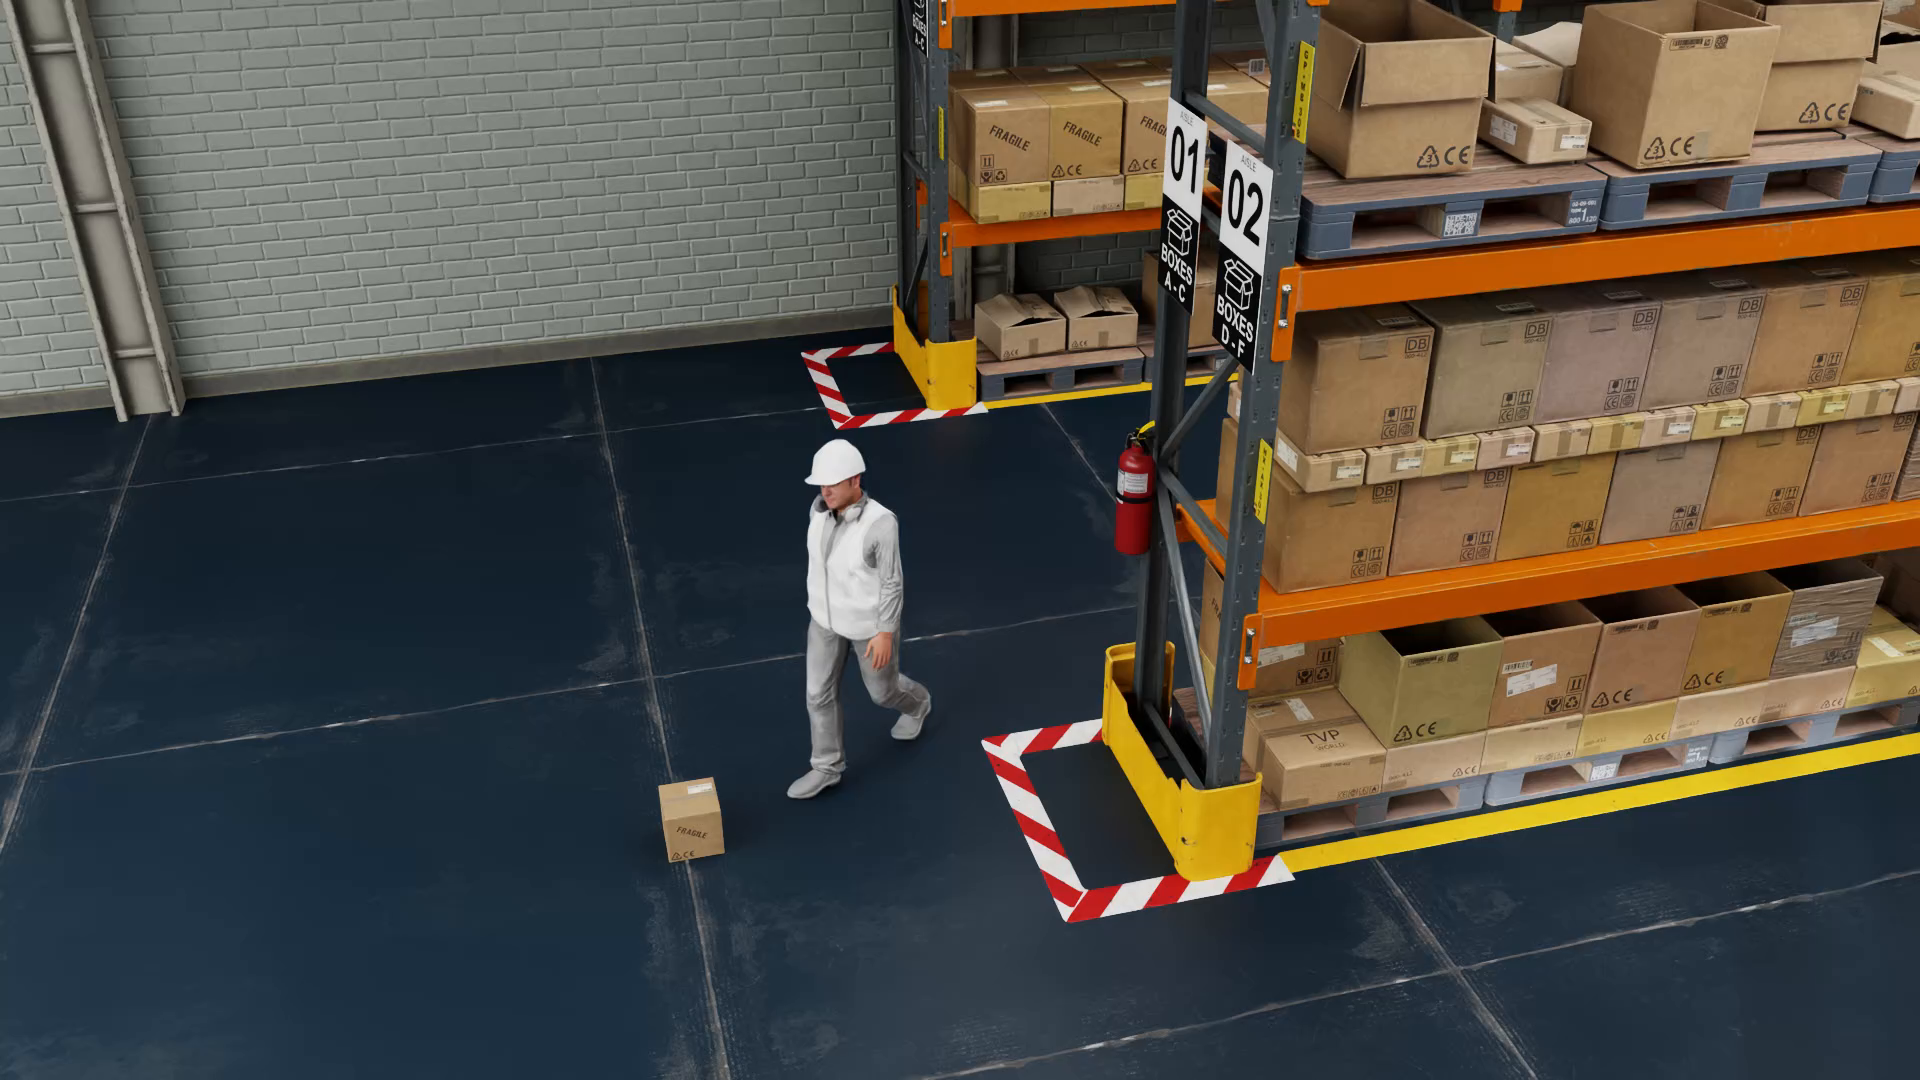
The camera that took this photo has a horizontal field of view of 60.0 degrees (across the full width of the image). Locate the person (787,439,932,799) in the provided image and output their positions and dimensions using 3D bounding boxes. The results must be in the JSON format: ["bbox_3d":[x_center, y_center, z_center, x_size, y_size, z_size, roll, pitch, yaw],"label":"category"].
[{"bbox_3d":[-0.460,0.332,7.646,0.549,1.747,0.877,19,35,29],"label":"person"}]
